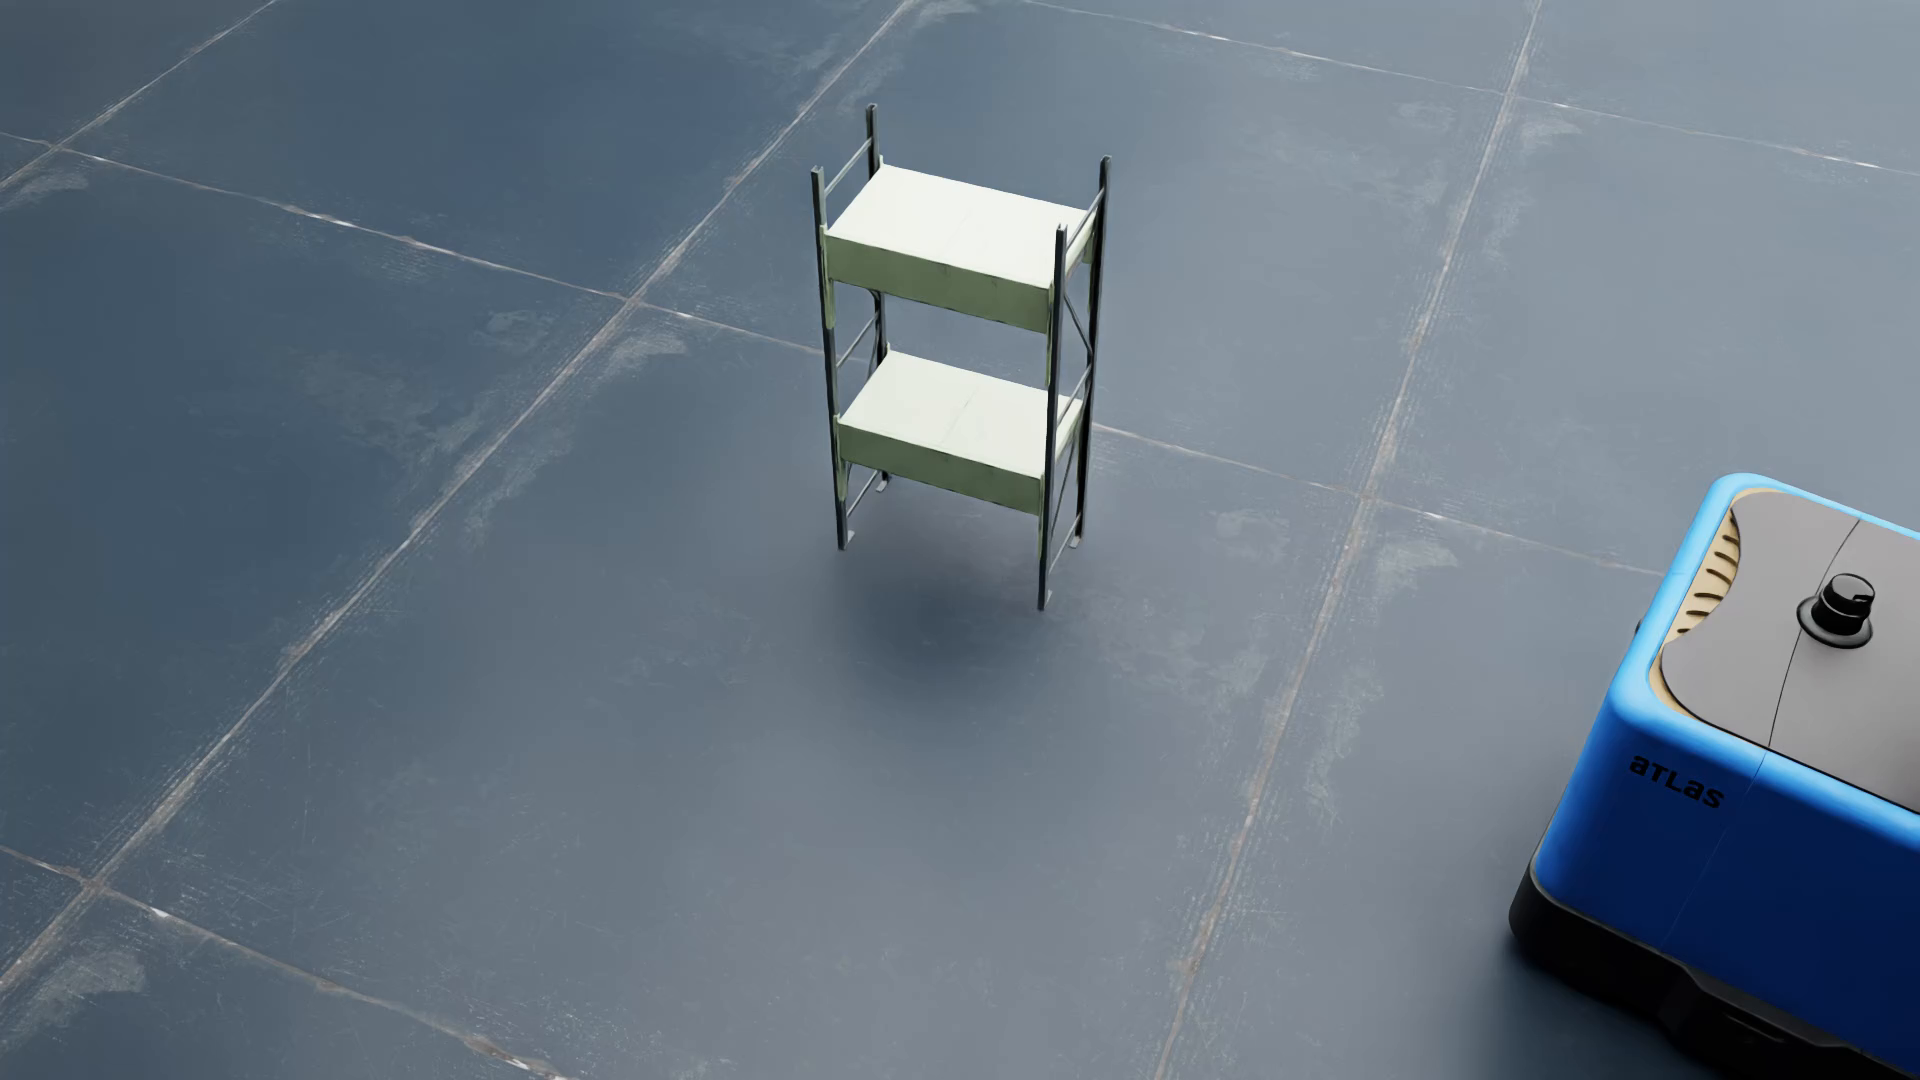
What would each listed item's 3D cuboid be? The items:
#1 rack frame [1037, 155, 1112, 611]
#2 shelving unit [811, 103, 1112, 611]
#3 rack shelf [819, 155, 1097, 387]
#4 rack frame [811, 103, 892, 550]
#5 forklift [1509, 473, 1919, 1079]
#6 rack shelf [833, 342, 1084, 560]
[{"bbox_3d":[0.344,-0.430,5.119,0.023,1.500,0.400,16,47,16],"label":"rack frame"},{"bbox_3d":[0.006,-0.530,5.219,0.755,1.500,0.431,16,47,16],"label":"shelving unit"},{"bbox_3d":[0.006,-0.807,4.944,0.720,0.370,0.431,16,47,16],"label":"rack shelf"},{"bbox_3d":[-0.332,-0.629,5.319,0.023,1.500,0.400,16,47,16],"label":"rack frame"},{"bbox_3d":[3.024,0.378,3.292,3.031,2.935,1.130,25,50,23],"label":"forklift"},{"bbox_3d":[0.006,-0.299,5.449,0.720,0.370,0.431,16,47,16],"label":"rack shelf"}]
